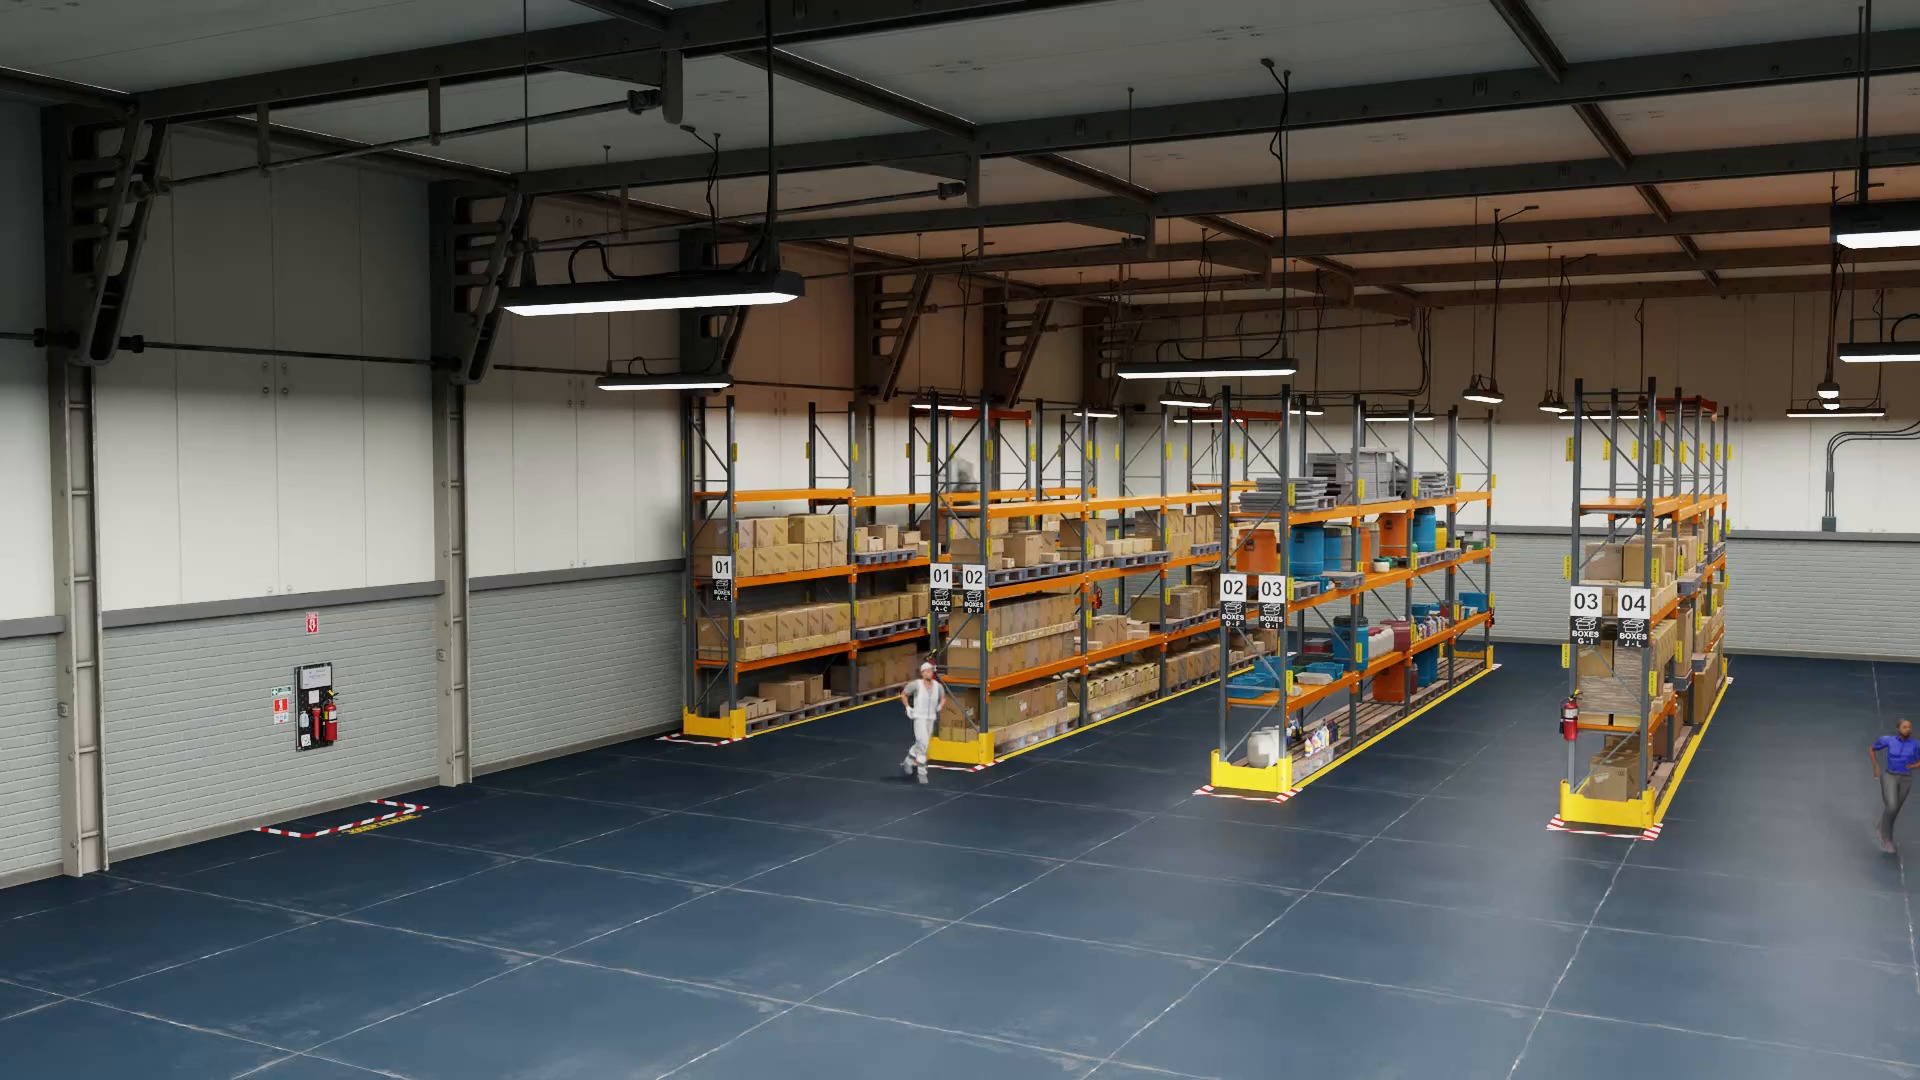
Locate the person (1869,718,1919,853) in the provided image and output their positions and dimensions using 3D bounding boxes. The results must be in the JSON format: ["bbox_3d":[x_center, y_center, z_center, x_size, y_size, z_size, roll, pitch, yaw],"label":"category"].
[{"bbox_3d":[11.876,3.095,21.092,0.571,1.710,0.749,0,3,8],"label":"person"}]

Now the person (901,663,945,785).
[{"bbox_3d":[-0.548,2.763,25.443,0.658,1.812,0.845,-2,4,-33],"label":"person"}]
